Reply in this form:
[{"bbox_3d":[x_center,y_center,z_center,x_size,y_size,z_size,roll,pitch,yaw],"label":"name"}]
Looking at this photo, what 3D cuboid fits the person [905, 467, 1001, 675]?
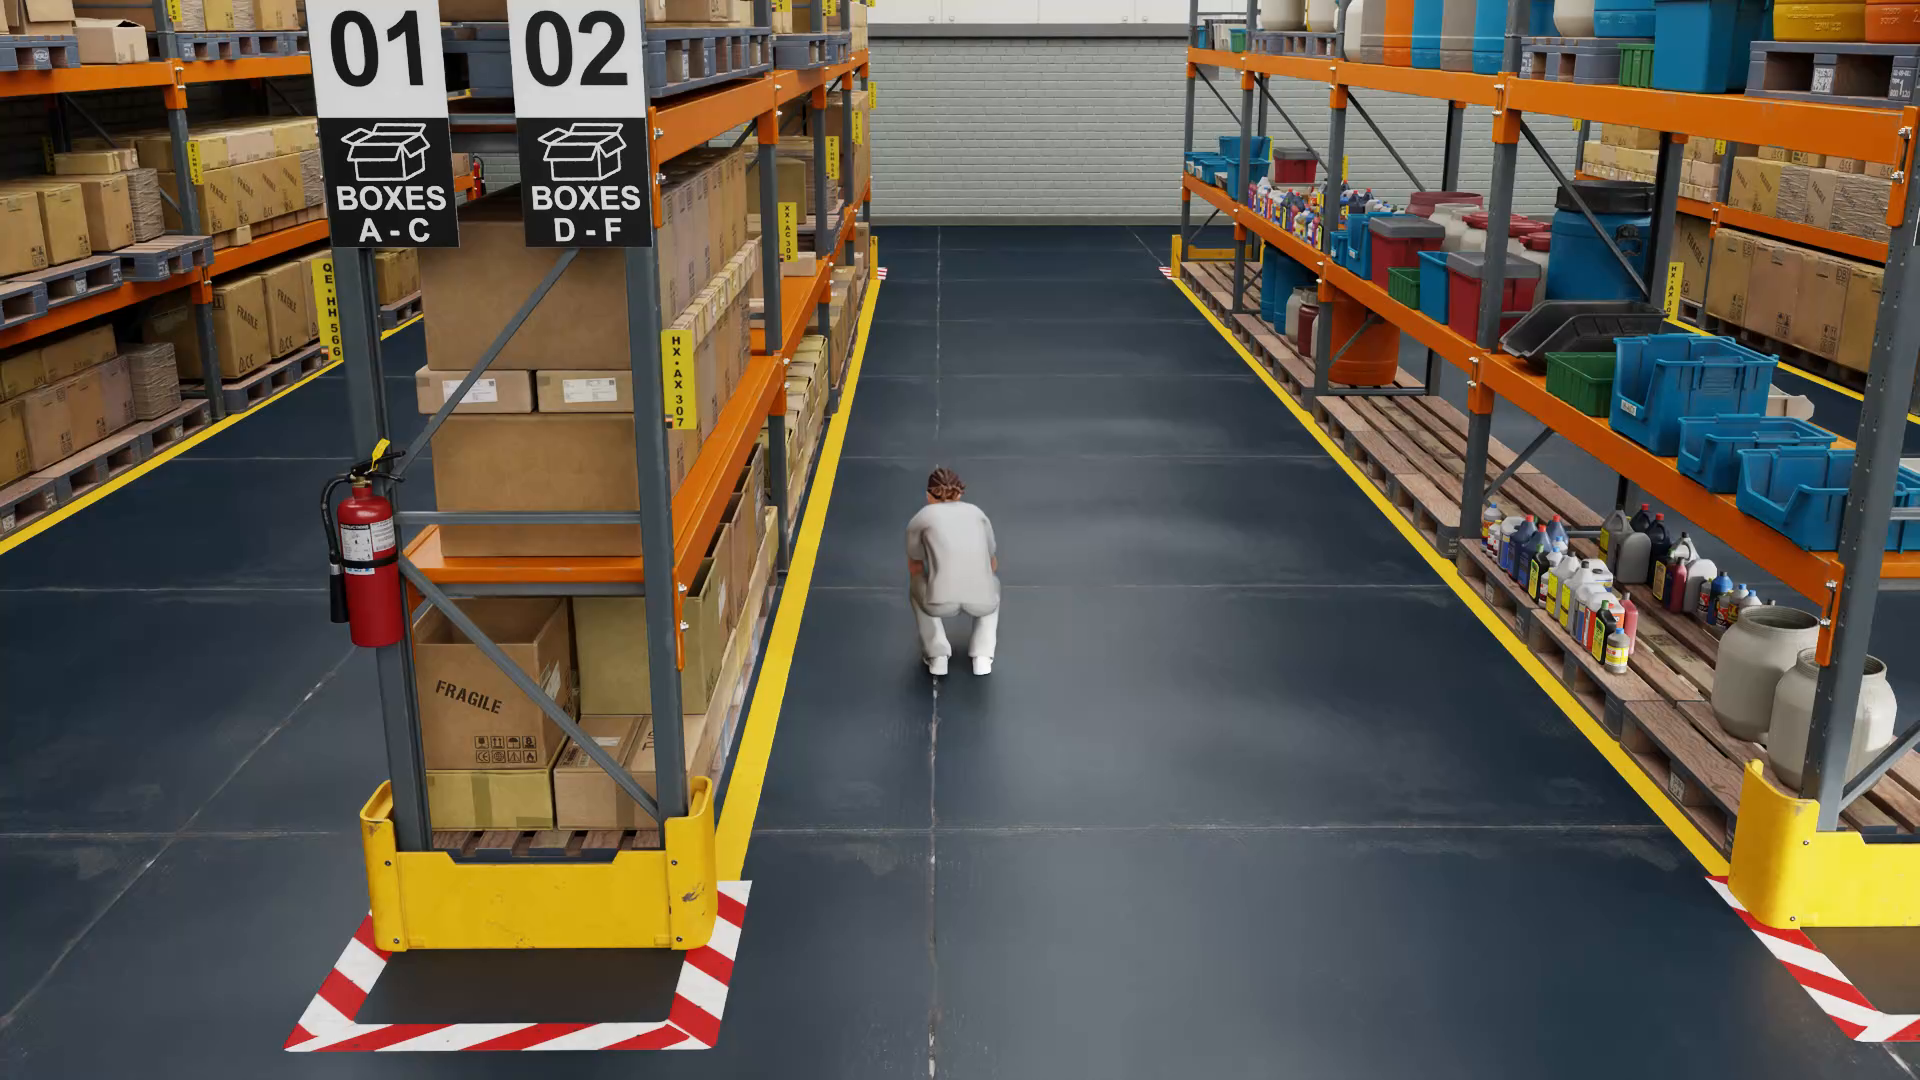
[{"bbox_3d":[-0.030,0.149,8.335,0.490,0.931,0.810,-1,17,-2],"label":"person"}]
